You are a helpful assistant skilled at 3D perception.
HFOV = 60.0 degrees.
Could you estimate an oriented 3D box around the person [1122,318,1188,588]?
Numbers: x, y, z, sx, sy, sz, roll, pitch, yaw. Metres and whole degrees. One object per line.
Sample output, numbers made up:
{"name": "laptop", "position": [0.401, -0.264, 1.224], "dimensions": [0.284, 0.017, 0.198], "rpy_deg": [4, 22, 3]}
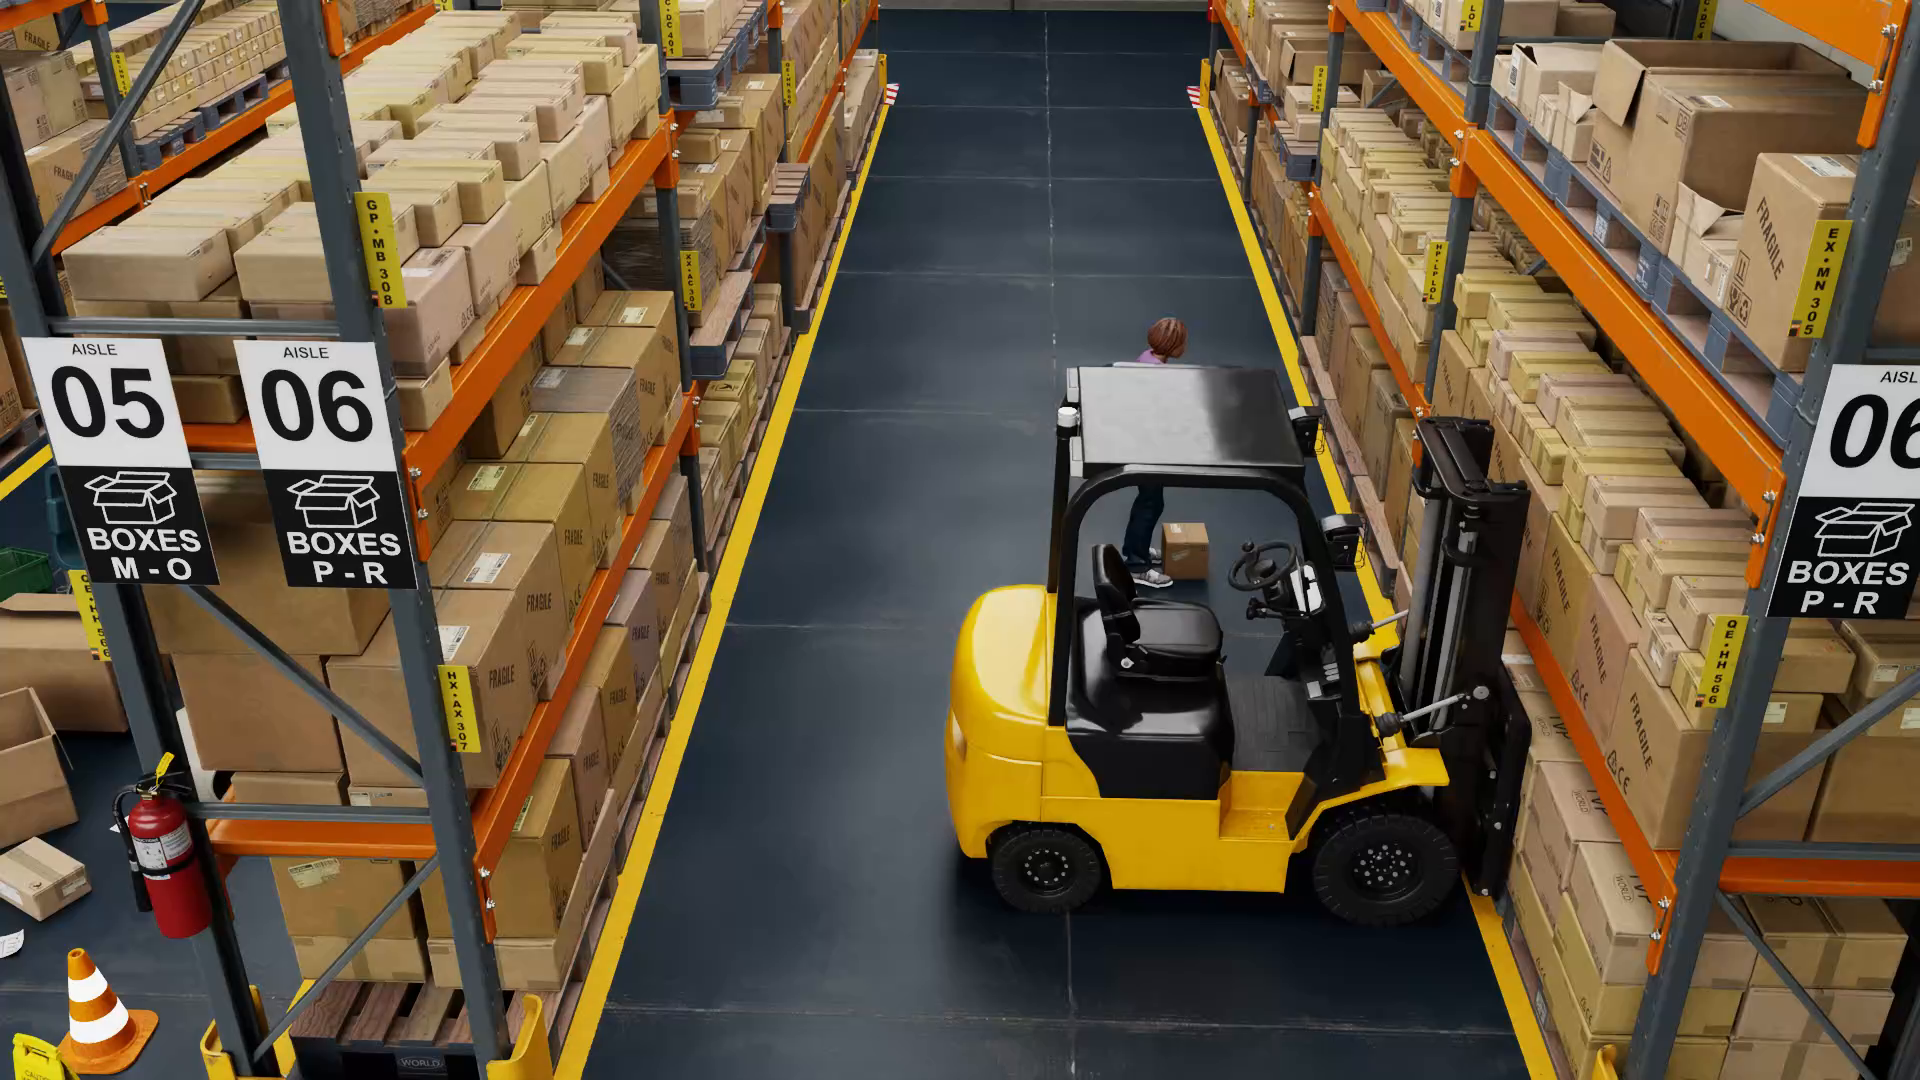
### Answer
{"name": "person", "position": [1.099, -0.523, 9.603], "dimensions": [0.349, 1.593, 0.466], "rpy_deg": [1, 28, 1]}
